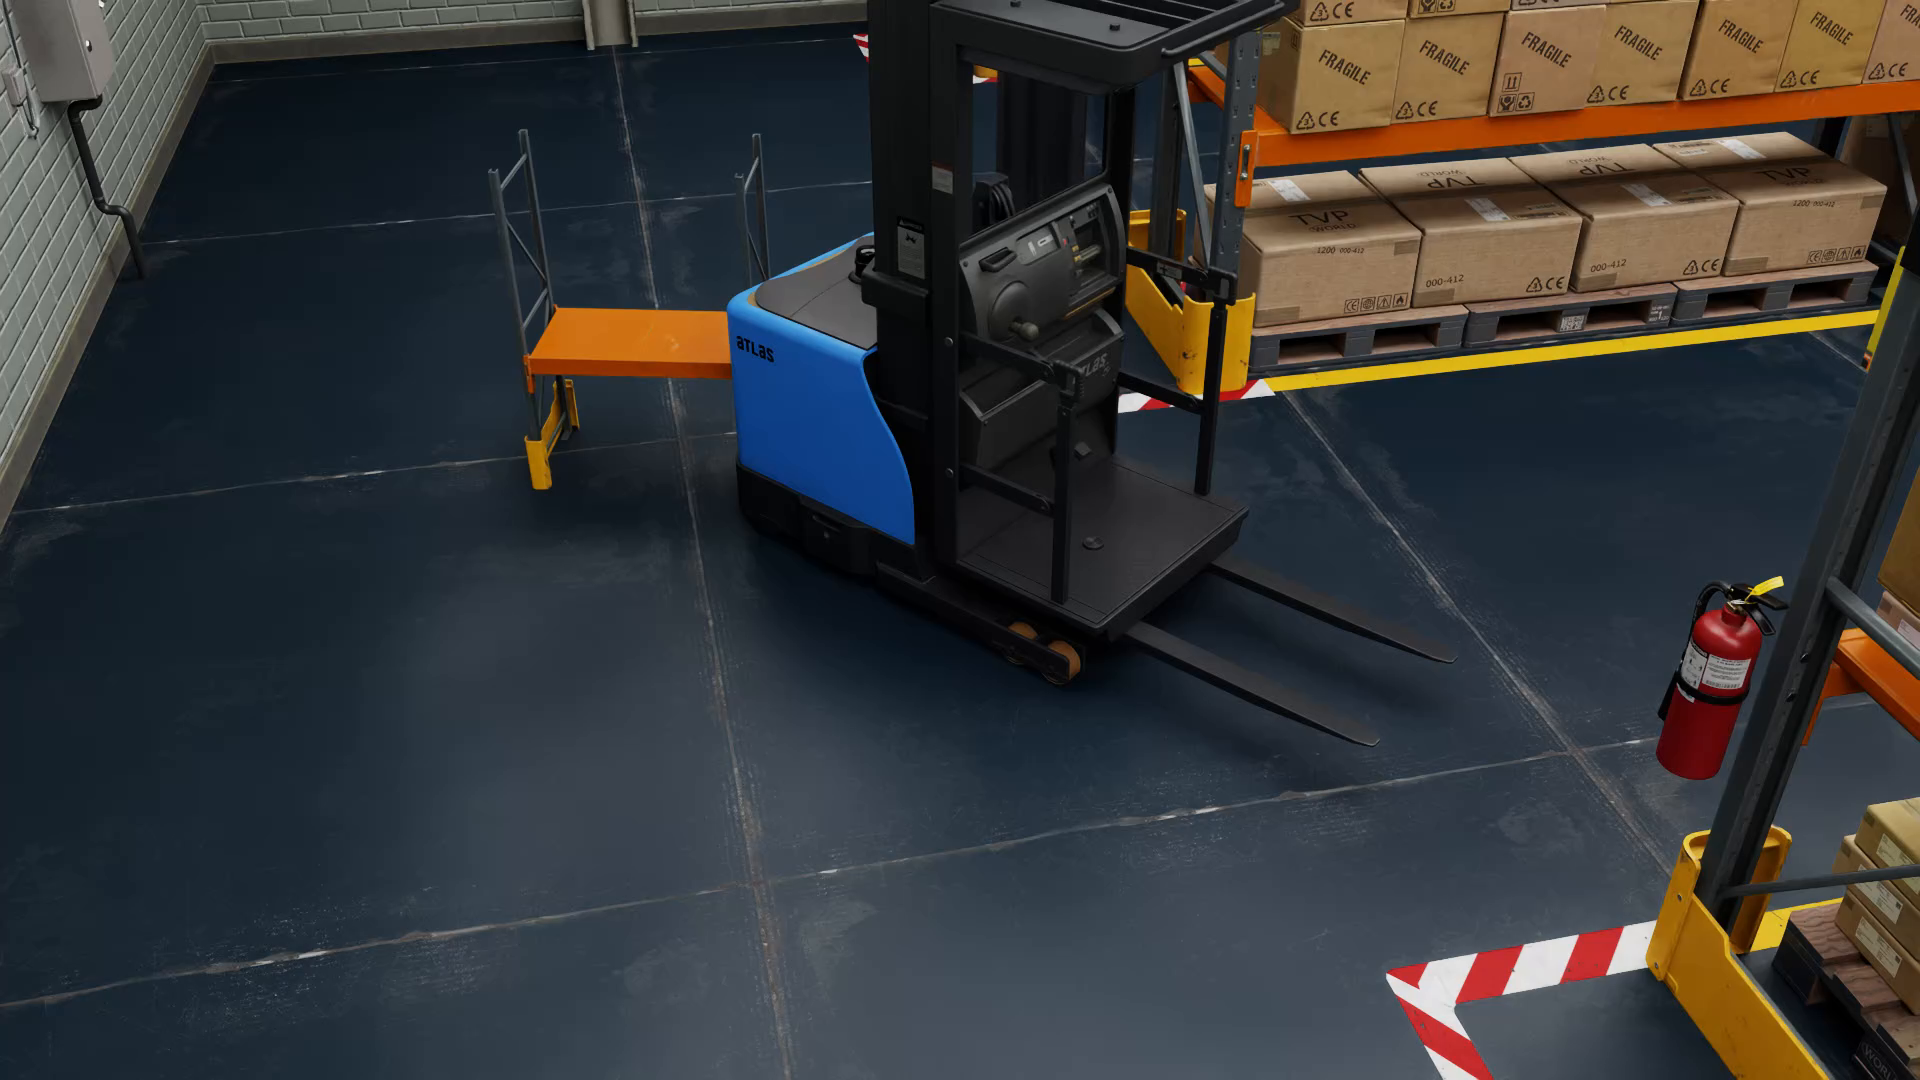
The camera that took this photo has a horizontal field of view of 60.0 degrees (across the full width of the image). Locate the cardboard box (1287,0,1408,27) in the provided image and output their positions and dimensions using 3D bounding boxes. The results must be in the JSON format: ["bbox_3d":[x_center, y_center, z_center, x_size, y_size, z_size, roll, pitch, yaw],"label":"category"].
[{"bbox_3d":[1.720,-2.668,7.547,0.500,0.500,0.500,-8,35,-12],"label":"cardboard box"}]

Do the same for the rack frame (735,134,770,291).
[{"bbox_3d":[-0.888,-0.989,7.377,0.032,1.500,0.500,2,34,2],"label":"rack frame"}]

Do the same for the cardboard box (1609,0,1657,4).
[{"bbox_3d":[3.209,-2.865,7.840,0.500,0.500,0.500,-7,35,-10],"label":"cardboard box"}]

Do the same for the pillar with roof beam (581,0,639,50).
[{"bbox_3d":[-1.789,-5.314,7.093,0.400,9.000,9.100,-7,35,-11],"label":"pillar with roof beam"}]

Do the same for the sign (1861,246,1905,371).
[{"bbox_3d":[2.276,-0.545,4.048,0.005,0.325,0.100,-7,35,-11],"label":"sign"}]

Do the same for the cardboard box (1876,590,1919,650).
[{"bbox_3d":[2.635,0.281,4.364,0.250,0.149,0.380,-7,35,-10],"label":"cardboard box"}]

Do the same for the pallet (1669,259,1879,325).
[{"bbox_3d":[4.331,-1.590,9.430,1.213,0.211,1.003,-7,35,-11],"label":"pallet"}]

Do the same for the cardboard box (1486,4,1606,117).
[{"bbox_3d":[2.708,-2.382,8.017,0.500,0.500,0.500,-7,35,-11],"label":"cardboard box"}]

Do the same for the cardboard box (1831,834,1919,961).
[{"bbox_3d":[2.831,1.037,4.928,0.250,0.149,0.380,-8,35,-12],"label":"cardboard box"}]

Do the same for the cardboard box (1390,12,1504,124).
[{"bbox_3d":[2.207,-2.329,7.939,0.500,0.500,0.500,-8,35,-11],"label":"cardboard box"}]

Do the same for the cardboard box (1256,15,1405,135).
[{"bbox_3d":[1.720,-2.252,7.824,0.500,0.500,0.500,-7,35,-11],"label":"cardboard box"}]

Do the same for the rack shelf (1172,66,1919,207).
[{"bbox_3d":[3.139,-2.254,8.563,4.000,0.370,1.077,-7,35,-11],"label":"rack shelf"}]

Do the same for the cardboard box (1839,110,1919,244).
[{"bbox_3d":[5.677,-2.211,9.382,0.875,0.875,0.875,-6,34,-9],"label":"cardboard box"}]

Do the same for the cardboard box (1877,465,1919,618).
[{"bbox_3d":[2.761,0.011,4.185,0.500,0.500,0.500,-6,34,-10],"label":"cardboard box"}]

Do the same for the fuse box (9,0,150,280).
[{"bbox_3d":[-4.627,-2.226,9.031,0.414,1.711,0.539,-7,35,-11],"label":"fuse box"}]

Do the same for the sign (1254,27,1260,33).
[{"bbox_3d":[1.305,-2.397,7.282,0.005,0.325,0.100,-7,35,-11],"label":"sign"}]

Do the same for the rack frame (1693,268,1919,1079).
[{"bbox_3d":[2.379,0.371,4.005,0.127,3.000,1.000,-7,35,-11],"label":"rack frame"}]

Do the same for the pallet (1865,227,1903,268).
[{"bbox_3d":[5.826,-1.777,9.708,1.213,0.211,1.003,-7,35,-11],"label":"pallet"}]

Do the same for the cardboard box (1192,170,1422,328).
[{"bbox_3d":[1.810,-1.553,8.795,0.875,0.438,0.875,-8,35,-12],"label":"cardboard box"}]

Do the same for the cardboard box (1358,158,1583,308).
[{"bbox_3d":[2.701,-1.670,8.969,0.875,0.438,0.875,-6,34,-9],"label":"cardboard box"}]

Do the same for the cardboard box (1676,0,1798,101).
[{"bbox_3d":[3.706,-2.508,8.206,0.500,0.500,0.500,-8,35,-11],"label":"cardboard box"}]

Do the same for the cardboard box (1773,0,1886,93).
[{"bbox_3d":[4.194,-2.578,8.310,0.500,0.500,0.500,-8,35,-12],"label":"cardboard box"}]

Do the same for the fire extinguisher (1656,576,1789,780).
[{"bbox_3d":[2.032,0.338,4.459,0.183,0.674,0.296,-7,35,-11],"label":"fire extinguisher"}]

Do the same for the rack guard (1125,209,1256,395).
[{"bbox_3d":[1.165,-1.266,8.688,0.348,0.500,1.175,-7,35,-11],"label":"rack guard"}]

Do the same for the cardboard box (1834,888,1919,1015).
[{"bbox_3d":[2.847,1.202,4.948,0.250,0.149,0.380,-7,34,-10],"label":"cardboard box"}]

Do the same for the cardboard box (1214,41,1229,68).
[{"bbox_3d":[1.601,-2.552,8.271,0.500,0.500,0.500,-7,34,-10],"label":"cardboard box"}]

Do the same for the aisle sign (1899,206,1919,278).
[{"bbox_3d":[2.242,-0.863,3.511,0.004,0.787,0.394,-7,35,-11],"label":"aisle sign"}]

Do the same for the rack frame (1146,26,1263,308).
[{"bbox_3d":[1.189,-2.307,7.996,0.127,3.000,1.000,-7,35,-11],"label":"rack frame"}]

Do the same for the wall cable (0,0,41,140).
[{"bbox_3d":[-4.630,-2.792,7.808,0.122,1.984,0.588,-7,35,-11],"label":"wall cable"}]

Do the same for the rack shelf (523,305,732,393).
[{"bbox_3d":[-1.395,-0.854,7.499,1.000,0.185,0.538,2,34,2],"label":"rack shelf"}]

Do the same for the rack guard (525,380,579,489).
[{"bbox_3d":[-1.902,-0.499,7.770,0.087,0.250,0.587,2,34,2],"label":"rack guard"}]

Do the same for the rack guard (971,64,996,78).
[{"bbox_3d":[0.164,-3.976,12.726,0.348,0.500,1.175,-7,35,-11],"label":"rack guard"}]

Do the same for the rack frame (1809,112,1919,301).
[{"bbox_3d":[5.090,-2.799,8.729,0.127,3.000,1.000,-7,35,-11],"label":"rack frame"}]

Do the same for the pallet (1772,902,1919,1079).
[{"bbox_3d":[3.254,1.439,4.917,1.213,0.211,1.003,-7,35,-11],"label":"pallet"}]

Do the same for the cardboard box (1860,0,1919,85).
[{"bbox_3d":[4.694,-2.644,8.409,0.500,0.500,0.500,-7,34,-10],"label":"cardboard box"}]

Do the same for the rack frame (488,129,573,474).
[{"bbox_3d":[-1.903,-1.018,7.421,0.032,1.500,0.500,2,34,2],"label":"rack frame"}]

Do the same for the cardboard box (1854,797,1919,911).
[{"bbox_3d":[2.840,0.930,4.819,0.250,0.149,0.380,-7,34,-10],"label":"cardboard box"}]

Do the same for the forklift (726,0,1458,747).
[{"bbox_3d":[0.483,-0.994,6.102,3.031,2.935,1.130,25,41,32],"label":"forklift"}]

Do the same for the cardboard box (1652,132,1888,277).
[{"bbox_3d":[4.454,-1.890,9.298,0.875,0.438,0.875,-8,35,-11],"label":"cardboard box"}]

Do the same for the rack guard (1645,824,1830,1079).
[{"bbox_3d":[2.453,1.399,4.716,0.348,0.500,1.175,-7,35,-11],"label":"rack guard"}]

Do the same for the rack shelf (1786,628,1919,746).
[{"bbox_3d":[4.330,0.424,4.572,4.000,0.370,1.077,-7,35,-11],"label":"rack shelf"}]

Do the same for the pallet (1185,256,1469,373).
[{"bbox_3d":[1.951,-1.290,8.983,1.213,0.211,1.003,-7,35,-11],"label":"pallet"}]

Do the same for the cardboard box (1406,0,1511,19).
[{"bbox_3d":[2.222,-2.735,7.647,0.500,0.500,0.500,-8,35,-12],"label":"cardboard box"}]

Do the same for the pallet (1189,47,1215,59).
[{"bbox_3d":[2.129,-4.102,13.174,1.213,0.211,1.003,-7,35,-11],"label":"pallet"}]

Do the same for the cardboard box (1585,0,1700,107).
[{"bbox_3d":[3.192,-2.452,8.123,0.500,0.500,0.500,-6,34,-9],"label":"cardboard box"}]

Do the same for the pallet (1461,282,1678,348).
[{"bbox_3d":[3.139,-1.438,9.203,1.213,0.211,1.003,-7,35,-11],"label":"pallet"}]

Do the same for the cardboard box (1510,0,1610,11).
[{"bbox_3d":[2.722,-2.803,7.748,0.500,0.500,0.500,-7,35,-11],"label":"cardboard box"}]

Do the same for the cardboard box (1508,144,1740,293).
[{"bbox_3d":[3.581,-1.780,9.133,0.875,0.438,0.875,-8,35,-12],"label":"cardboard box"}]

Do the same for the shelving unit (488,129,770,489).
[{"bbox_3d":[-1.404,-1.004,7.400,1.083,1.500,0.587,2,34,2],"label":"shelving unit"}]
